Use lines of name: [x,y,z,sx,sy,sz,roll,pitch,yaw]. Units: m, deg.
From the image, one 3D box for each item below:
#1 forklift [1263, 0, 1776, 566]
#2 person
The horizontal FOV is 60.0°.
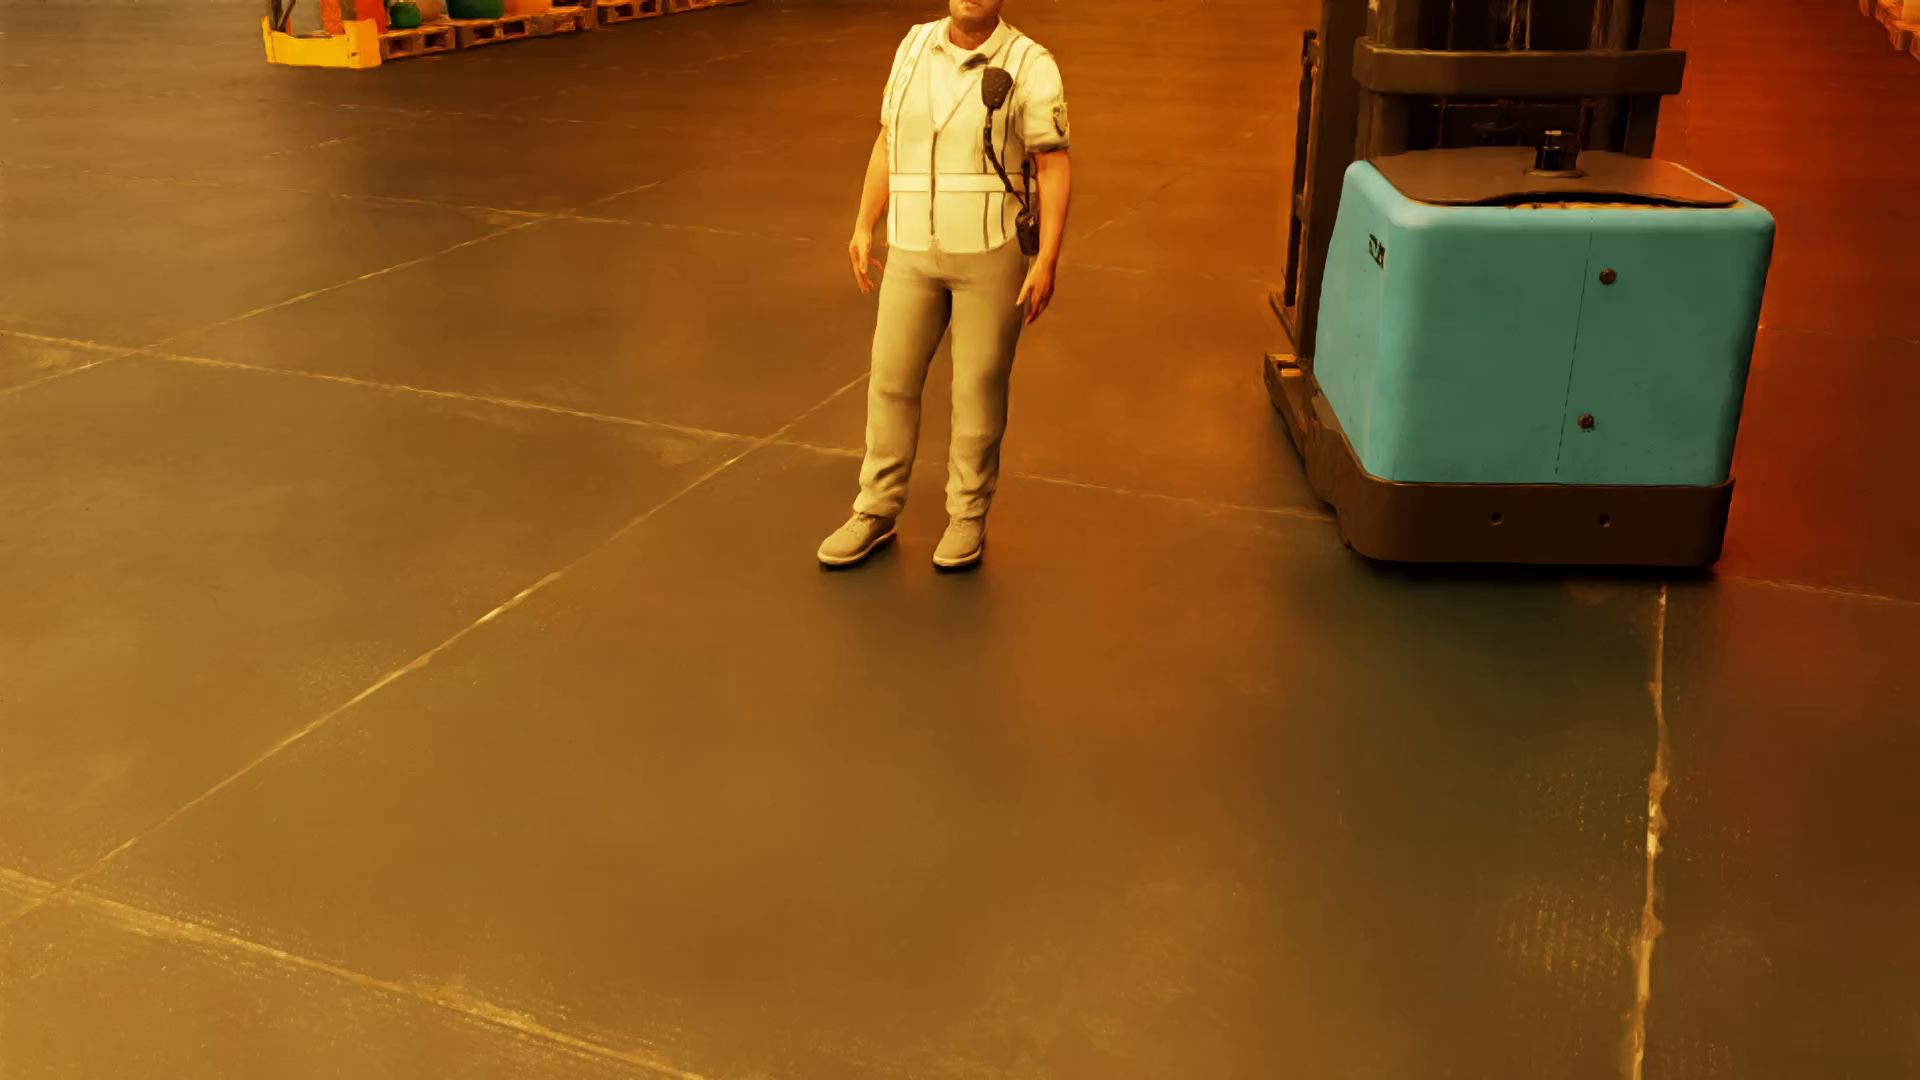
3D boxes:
forklift: [1.729,-1.801,5.600,1.130,2.935,3.031,1,23,2]
person: [-0.041,-0.803,4.684,0.640,1.781,0.574,9,24,21]
